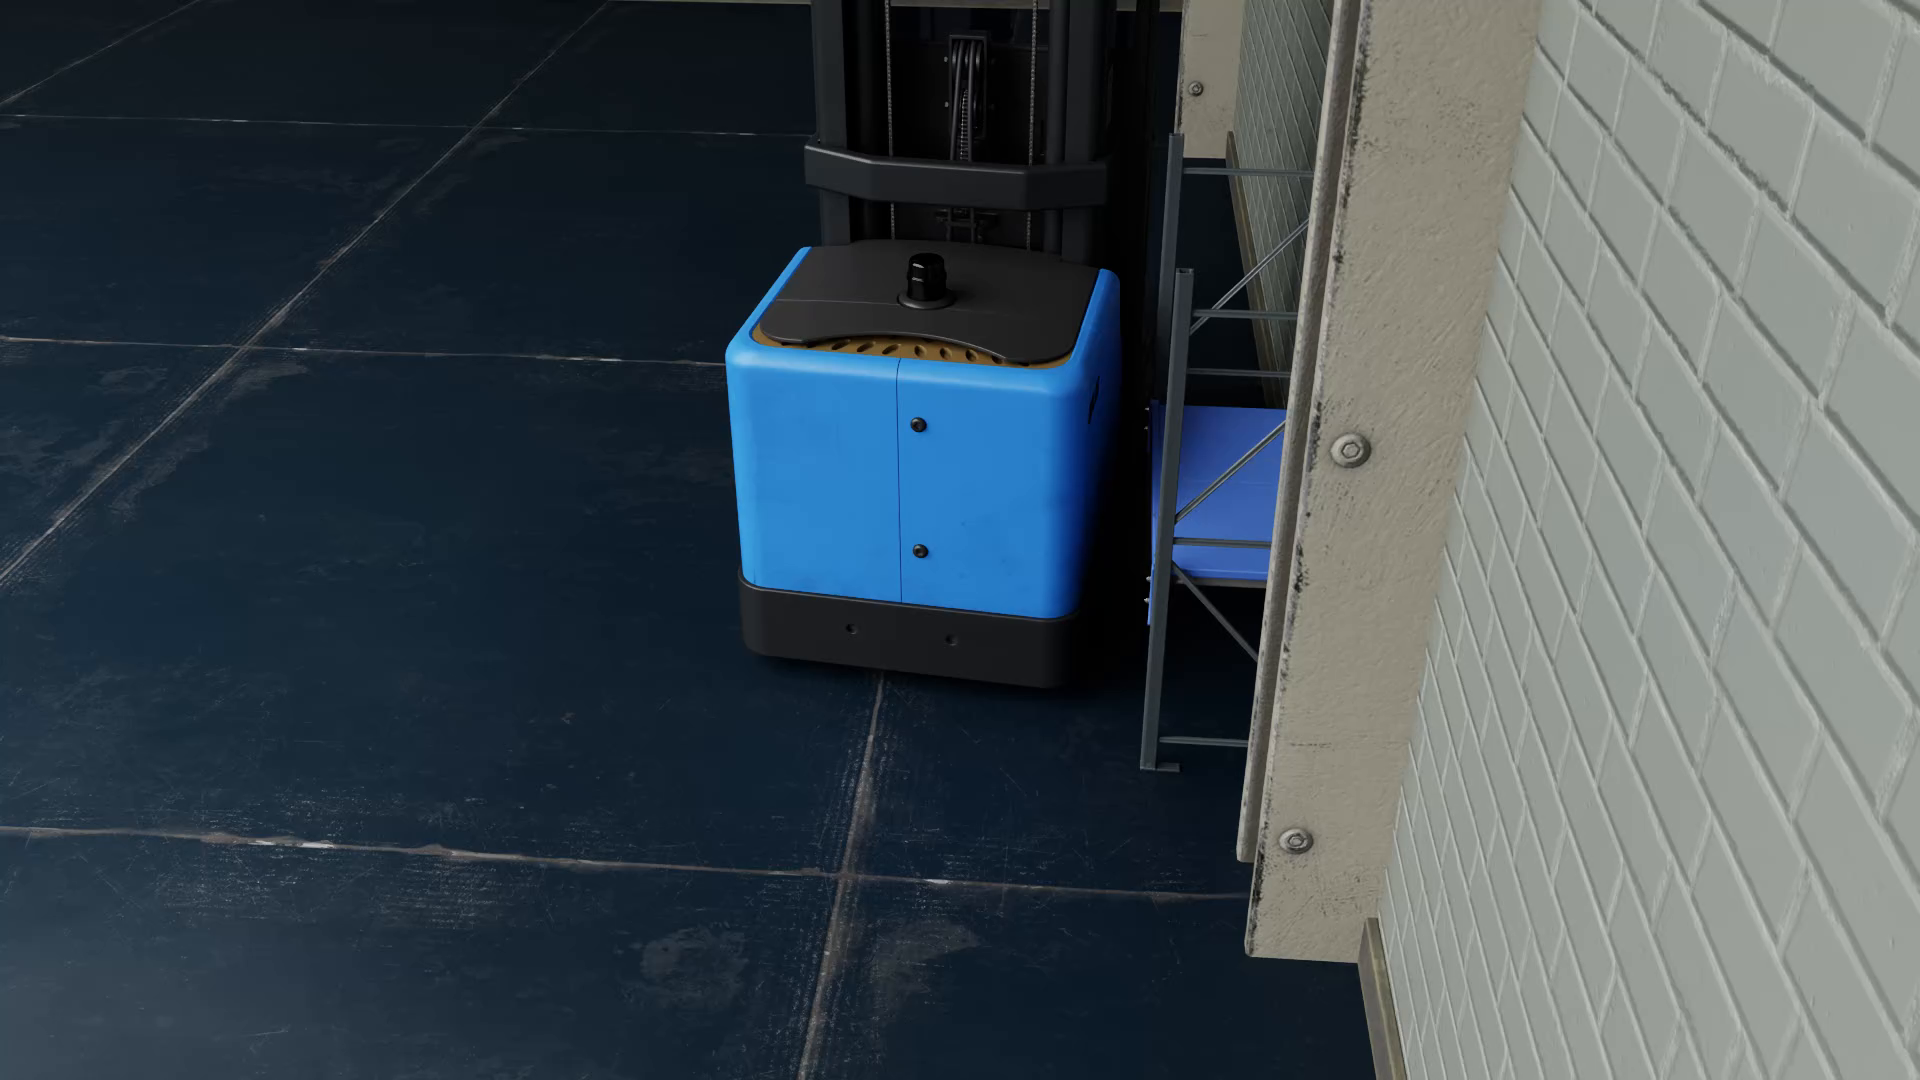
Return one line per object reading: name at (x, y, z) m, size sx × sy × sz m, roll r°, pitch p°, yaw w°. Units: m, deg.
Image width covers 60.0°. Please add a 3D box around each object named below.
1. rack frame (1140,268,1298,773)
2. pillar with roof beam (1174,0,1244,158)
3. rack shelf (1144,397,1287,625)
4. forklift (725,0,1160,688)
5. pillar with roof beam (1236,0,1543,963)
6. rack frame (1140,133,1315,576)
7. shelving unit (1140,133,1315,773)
rack frame at (0.759, 0.016, 4.295) m, size 0.500 × 1.500 × 0.032 m, roll 3°, pitch 32°, yaw 4°
pillar with roof beam at (-2.929, -6.226, 7.276) m, size 9.100 × 9.000 × 0.400 m, roll 2°, pitch 32°, yaw 4°
rack shelf at (0.805, -0.097, 4.821) m, size 0.538 × 0.185 × 1.000 m, roll 3°, pitch 32°, yaw 4°
forklift at (0.122, -1.571, 5.506) m, size 1.130 × 2.935 × 3.031 m, roll 6°, pitch 32°, yaw 10°
pillar with roof beam at (-3.417, -3.089, 2.185) m, size 9.100 × 9.000 × 0.400 m, roll 2°, pitch 32°, yaw 4°
rack frame at (0.852, -0.516, 5.157) m, size 0.500 × 1.500 × 0.032 m, roll 3°, pitch 32°, yaw 4°
shelving unit at (0.805, -0.250, 4.726) m, size 0.538 × 1.500 × 1.048 m, roll 3°, pitch 32°, yaw 4°
